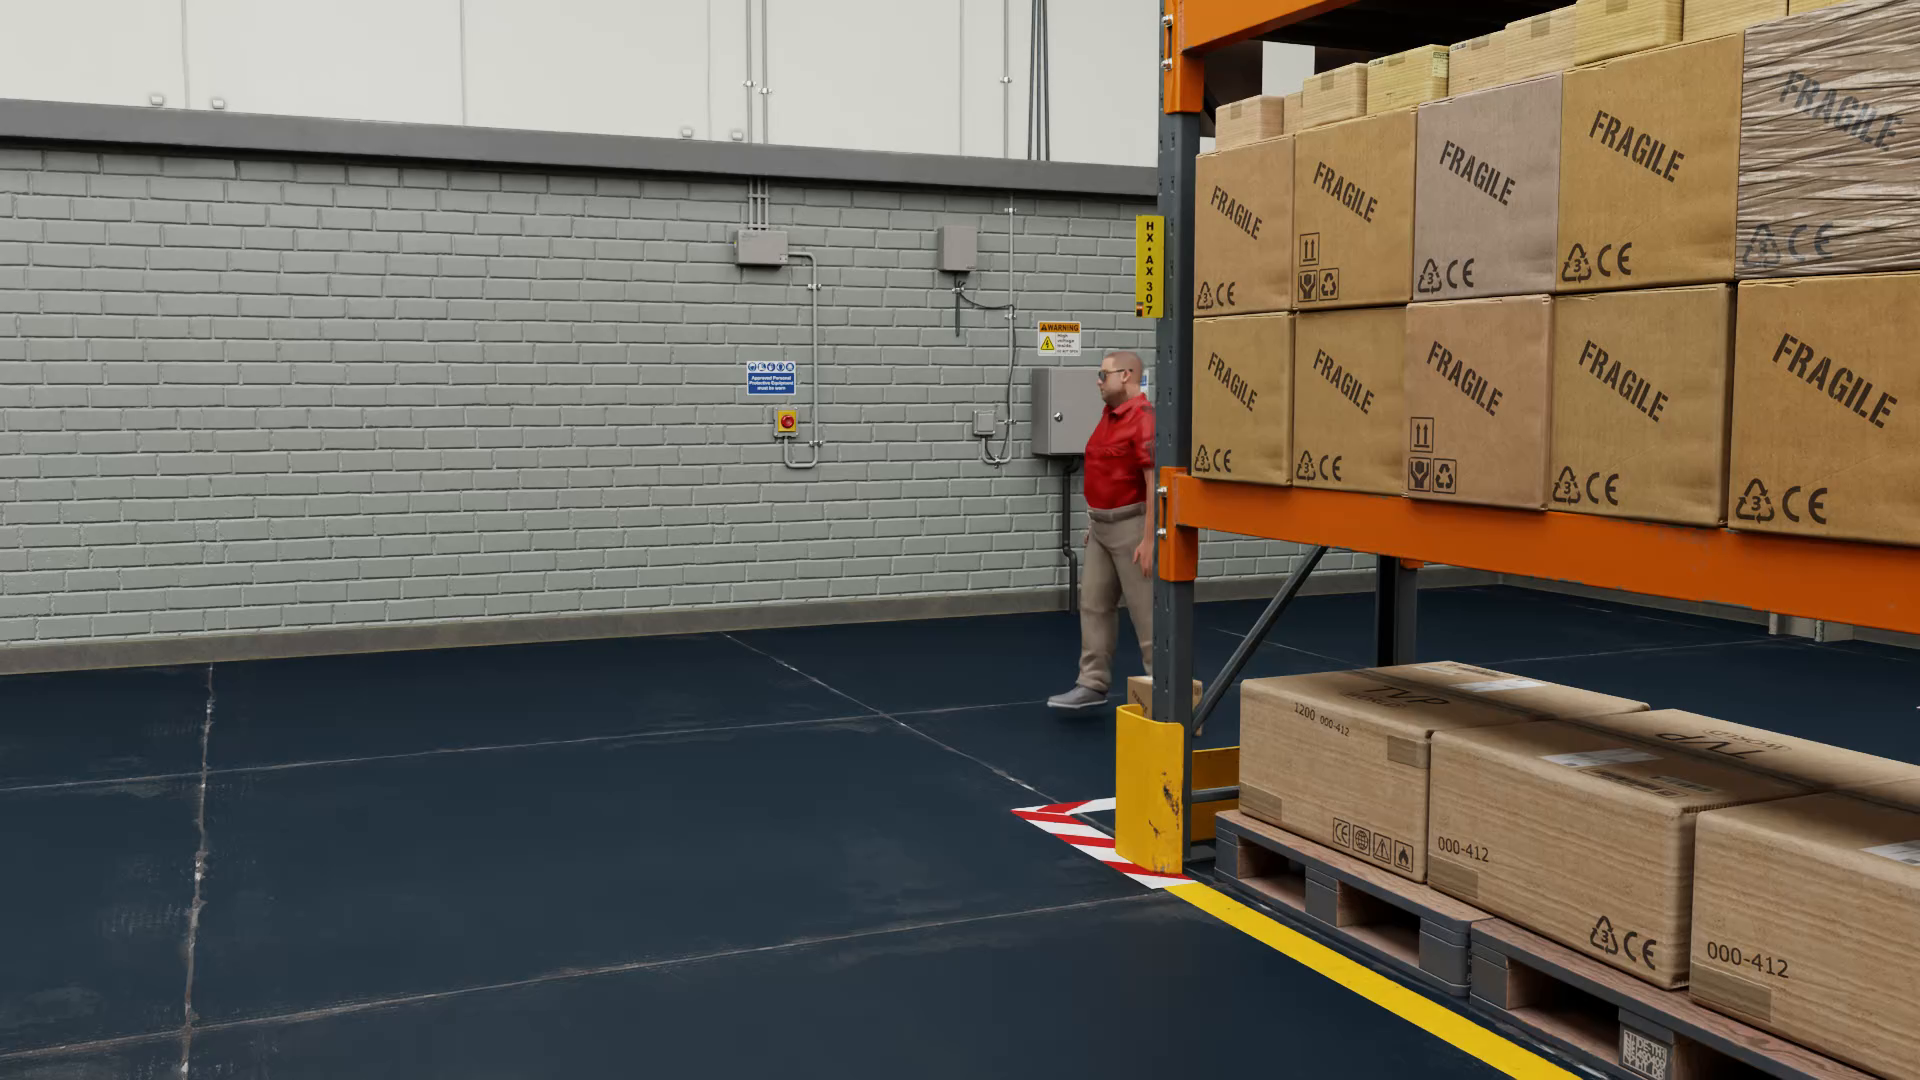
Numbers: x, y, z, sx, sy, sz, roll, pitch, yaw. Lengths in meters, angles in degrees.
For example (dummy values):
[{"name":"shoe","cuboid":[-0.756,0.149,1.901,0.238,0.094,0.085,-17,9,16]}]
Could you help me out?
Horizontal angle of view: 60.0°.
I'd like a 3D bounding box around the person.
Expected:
[{"name":"person","cuboid":[0.725,-0.021,7.810,0.533,1.728,0.716,-2,6,-23]}]
